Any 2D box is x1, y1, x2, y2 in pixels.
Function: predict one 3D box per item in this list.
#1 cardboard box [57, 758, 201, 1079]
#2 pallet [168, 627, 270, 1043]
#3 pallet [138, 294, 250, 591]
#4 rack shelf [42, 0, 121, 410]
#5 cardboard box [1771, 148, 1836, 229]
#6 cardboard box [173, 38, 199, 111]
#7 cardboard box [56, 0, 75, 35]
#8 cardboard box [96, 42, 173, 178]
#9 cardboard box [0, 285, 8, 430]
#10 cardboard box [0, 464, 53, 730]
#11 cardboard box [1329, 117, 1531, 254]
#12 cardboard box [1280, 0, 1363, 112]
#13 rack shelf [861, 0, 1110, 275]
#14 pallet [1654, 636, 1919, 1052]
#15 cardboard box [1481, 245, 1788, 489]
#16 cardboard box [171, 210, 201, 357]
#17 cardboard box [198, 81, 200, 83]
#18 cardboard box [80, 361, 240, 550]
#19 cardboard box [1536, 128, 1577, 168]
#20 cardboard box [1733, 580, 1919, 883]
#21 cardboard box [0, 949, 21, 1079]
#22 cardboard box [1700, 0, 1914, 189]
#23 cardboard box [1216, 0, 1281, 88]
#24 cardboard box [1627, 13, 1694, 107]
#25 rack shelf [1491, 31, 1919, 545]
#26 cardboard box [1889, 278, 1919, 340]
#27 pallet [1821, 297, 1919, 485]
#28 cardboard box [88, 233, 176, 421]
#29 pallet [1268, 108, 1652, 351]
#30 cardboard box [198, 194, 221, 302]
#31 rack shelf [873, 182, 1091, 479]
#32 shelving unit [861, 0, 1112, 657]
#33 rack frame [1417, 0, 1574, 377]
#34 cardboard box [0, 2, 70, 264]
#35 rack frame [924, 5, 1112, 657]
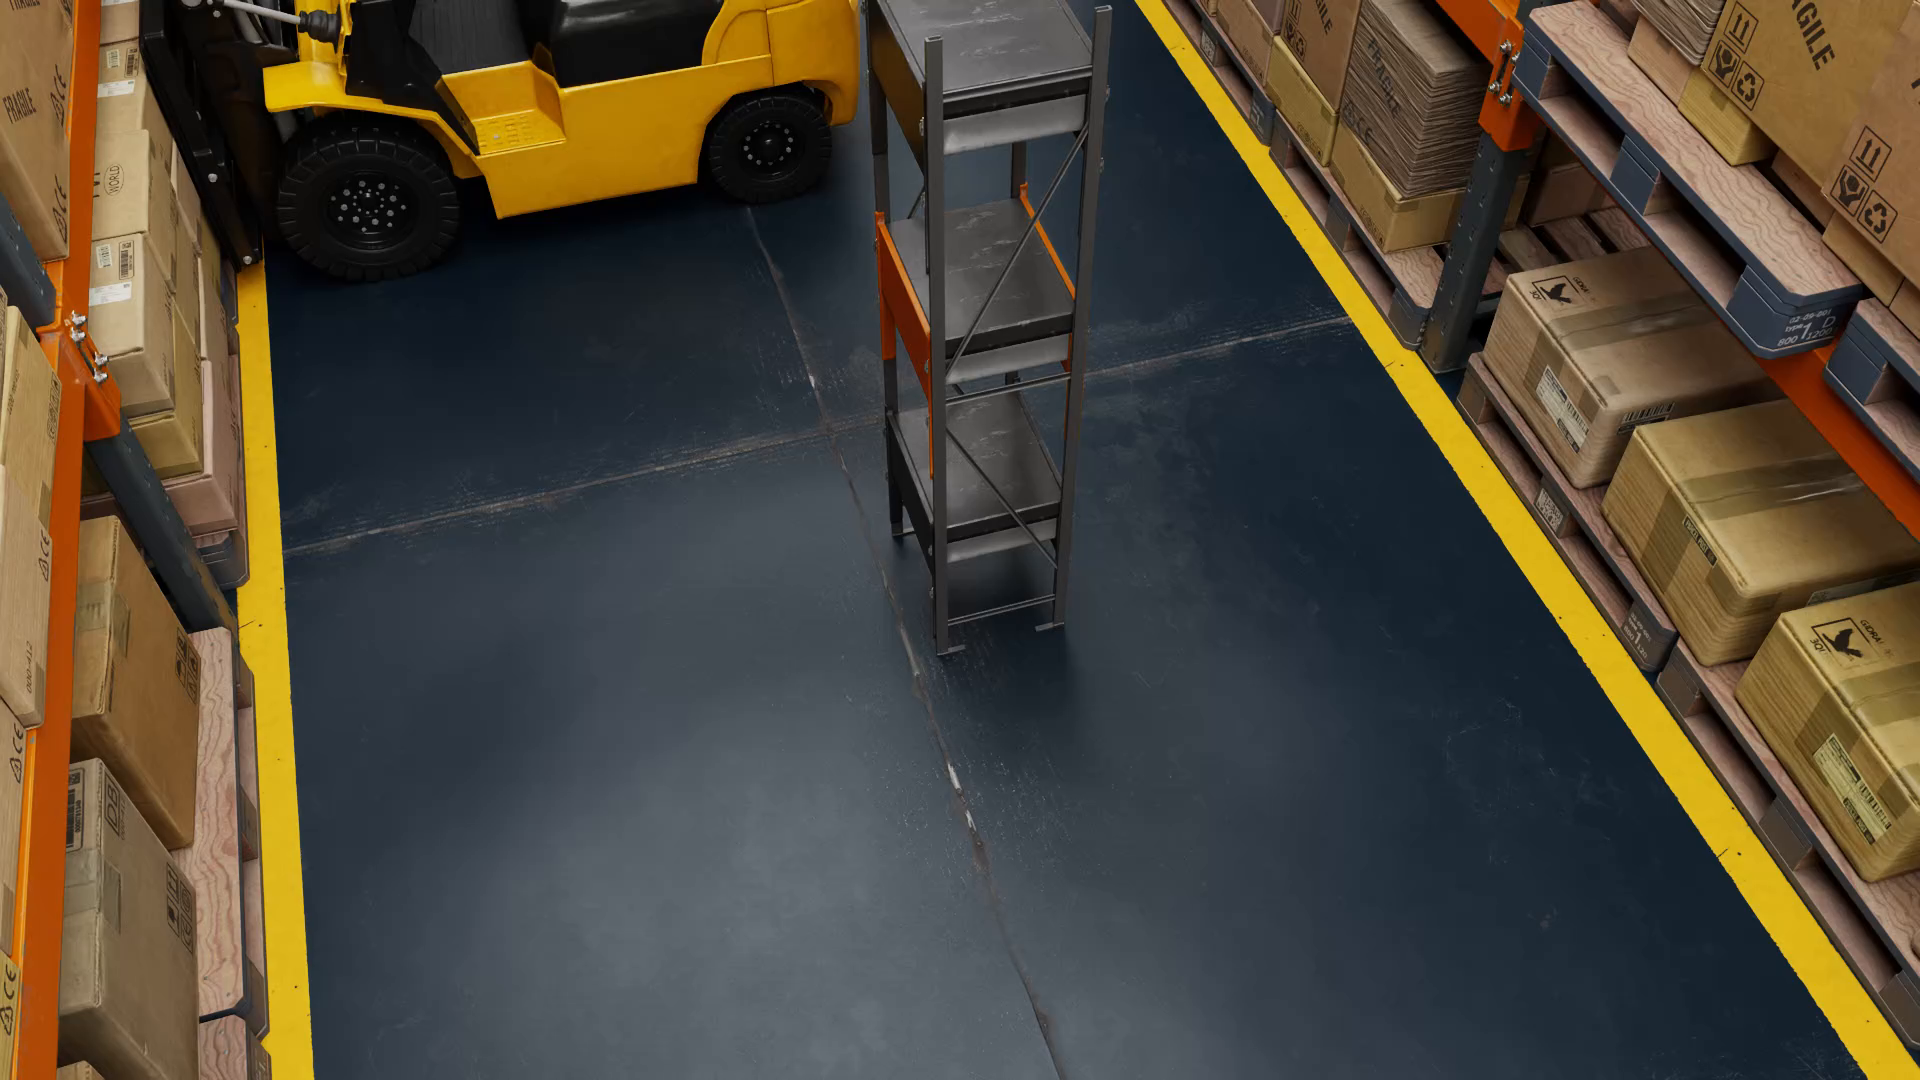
[{"bbox_3d":[-2.262,1.015,3.711,0.875,0.625,0.625,-14,51,-11],"label":"cardboard box"},{"bbox_3d":[-2.394,0.866,4.382,1.003,0.211,1.213,-13,51,-11],"label":"pallet"},{"bbox_3d":[-2.844,-0.254,5.326,1.003,0.211,1.213,-13,51,-11],"label":"pallet"},{"bbox_3d":[-3.240,-1.791,5.269,1.077,0.370,4.000,-13,51,-11],"label":"rack shelf"},{"bbox_3d":[2.176,-0.893,3.930,0.380,0.149,0.250,-10,51,-9],"label":"cardboard box"},{"bbox_3d":[-2.934,-1.502,5.751,0.500,0.250,0.500,-13,51,-11],"label":"cardboard box"},{"bbox_3d":[-2.851,-1.724,4.676,0.500,0.500,0.500,-14,51,-11],"label":"cardboard box"},{"bbox_3d":[-2.792,-1.295,5.249,0.500,0.250,0.500,-12,51,-10],"label":"cardboard box"},{"bbox_3d":[-2.259,-0.374,3.375,0.500,0.250,0.500,-14,51,-12],"label":"cardboard box"},{"bbox_3d":[-2.096,0.161,3.251,0.500,0.250,0.500,-14,51,-11],"label":"cardboard box"},{"bbox_3d":[1.660,-1.308,5.914,0.500,0.250,0.500,-11,51,-9],"label":"cardboard box"},{"bbox_3d":[1.508,-1.921,5.941,0.500,0.500,0.500,-12,51,-10],"label":"cardboard box"},{"bbox_3d":[0.049,-0.998,3.821,0.431,0.518,0.480,-13,51,-11],"label":"rack shelf"},{"bbox_3d":[2.688,0.672,4.545,1.003,0.211,1.213,-13,51,-11],"label":"pallet"},{"bbox_3d":[2.249,-0.593,5.232,0.950,0.372,0.625,-13,51,-11],"label":"cardboard box"},{"bbox_3d":[-2.648,-0.763,5.128,0.500,0.250,0.500,-14,51,-11],"label":"cardboard box"},{"bbox_3d":[-3.114,-1.728,6.269,0.500,0.250,0.500,-13,51,-11],"label":"cardboard box"},{"bbox_3d":[-2.476,-0.240,5.014,0.500,0.250,0.500,-13,51,-11],"label":"cardboard box"},{"bbox_3d":[2.175,-1.670,5.729,0.500,0.500,0.500,-11,51,-9],"label":"cardboard box"},{"bbox_3d":[2.672,0.438,4.363,0.950,0.372,0.625,-12,51,-10],"label":"cardboard box"},{"bbox_3d":[-1.818,0.906,2.623,0.500,0.250,0.500,-12,51,-10],"label":"cardboard box"},{"bbox_3d":[2.105,-1.178,3.747,0.500,0.500,0.500,-13,51,-11],"label":"cardboard box"},{"bbox_3d":[1.347,-2.067,6.554,0.500,0.250,0.500,-13,51,-10],"label":"cardboard box"},{"bbox_3d":[1.953,-1.267,4.246,0.380,0.149,0.250,-13,51,-10],"label":"cardboard box"},{"bbox_3d":[2.683,0.005,3.754,1.077,0.370,4.000,-13,51,-11],"label":"rack shelf"},{"bbox_3d":[2.283,-0.514,3.611,0.380,0.149,0.250,-13,51,-11],"label":"cardboard box"},{"bbox_3d":[2.650,-0.141,3.532,1.003,0.211,1.213,-13,51,-11],"label":"pallet"},{"bbox_3d":[-2.492,-0.558,4.628,0.500,0.250,0.500,-14,51,-12],"label":"cardboard box"},{"bbox_3d":[1.859,-1.271,6.184,1.003,0.211,1.213,-13,51,-11],"label":"pallet"},{"bbox_3d":[-2.807,-0.979,5.637,0.500,0.250,0.500,-13,51,-10],"label":"cardboard box"},{"bbox_3d":[0.049,-0.547,4.356,0.431,0.518,0.480,-13,51,-11],"label":"rack shelf"},{"bbox_3d":[0.049,-0.556,4.345,0.431,2.100,0.503,-13,51,-11],"label":"shelving unit"},{"bbox_3d":[2.092,-1.687,4.711,1.000,3.000,0.127,-13,51,-11],"label":"rack frame"},{"bbox_3d":[-2.531,-0.978,4.047,0.500,0.500,0.500,-15,51,-12],"label":"cardboard box"},{"bbox_3d":[0.121,-0.378,4.195,0.400,2.100,0.015,-13,51,-11],"label":"rack frame"}]
